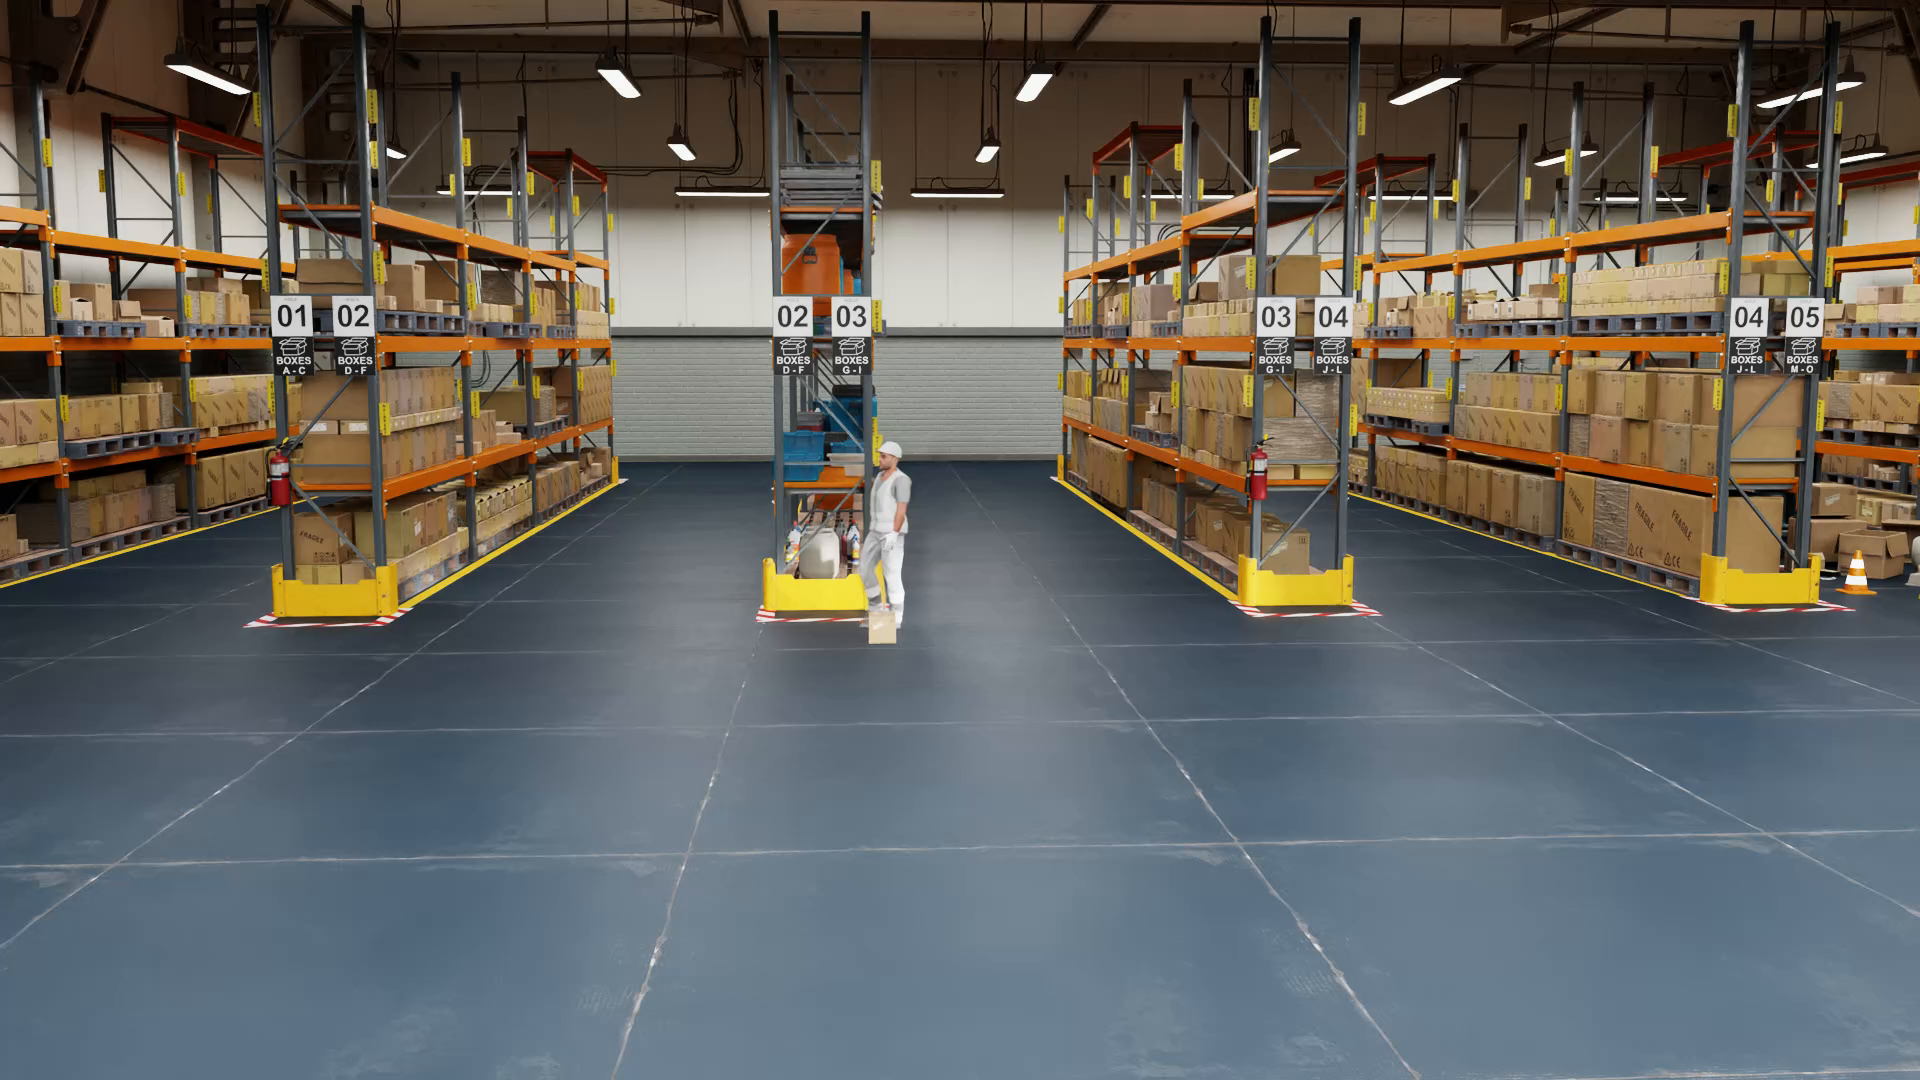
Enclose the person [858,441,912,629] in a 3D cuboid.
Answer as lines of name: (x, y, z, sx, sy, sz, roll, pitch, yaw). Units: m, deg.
person: (-0.720, -0.032, 15.919, 0.393, 1.823, 0.554, -5, 8, -36)
